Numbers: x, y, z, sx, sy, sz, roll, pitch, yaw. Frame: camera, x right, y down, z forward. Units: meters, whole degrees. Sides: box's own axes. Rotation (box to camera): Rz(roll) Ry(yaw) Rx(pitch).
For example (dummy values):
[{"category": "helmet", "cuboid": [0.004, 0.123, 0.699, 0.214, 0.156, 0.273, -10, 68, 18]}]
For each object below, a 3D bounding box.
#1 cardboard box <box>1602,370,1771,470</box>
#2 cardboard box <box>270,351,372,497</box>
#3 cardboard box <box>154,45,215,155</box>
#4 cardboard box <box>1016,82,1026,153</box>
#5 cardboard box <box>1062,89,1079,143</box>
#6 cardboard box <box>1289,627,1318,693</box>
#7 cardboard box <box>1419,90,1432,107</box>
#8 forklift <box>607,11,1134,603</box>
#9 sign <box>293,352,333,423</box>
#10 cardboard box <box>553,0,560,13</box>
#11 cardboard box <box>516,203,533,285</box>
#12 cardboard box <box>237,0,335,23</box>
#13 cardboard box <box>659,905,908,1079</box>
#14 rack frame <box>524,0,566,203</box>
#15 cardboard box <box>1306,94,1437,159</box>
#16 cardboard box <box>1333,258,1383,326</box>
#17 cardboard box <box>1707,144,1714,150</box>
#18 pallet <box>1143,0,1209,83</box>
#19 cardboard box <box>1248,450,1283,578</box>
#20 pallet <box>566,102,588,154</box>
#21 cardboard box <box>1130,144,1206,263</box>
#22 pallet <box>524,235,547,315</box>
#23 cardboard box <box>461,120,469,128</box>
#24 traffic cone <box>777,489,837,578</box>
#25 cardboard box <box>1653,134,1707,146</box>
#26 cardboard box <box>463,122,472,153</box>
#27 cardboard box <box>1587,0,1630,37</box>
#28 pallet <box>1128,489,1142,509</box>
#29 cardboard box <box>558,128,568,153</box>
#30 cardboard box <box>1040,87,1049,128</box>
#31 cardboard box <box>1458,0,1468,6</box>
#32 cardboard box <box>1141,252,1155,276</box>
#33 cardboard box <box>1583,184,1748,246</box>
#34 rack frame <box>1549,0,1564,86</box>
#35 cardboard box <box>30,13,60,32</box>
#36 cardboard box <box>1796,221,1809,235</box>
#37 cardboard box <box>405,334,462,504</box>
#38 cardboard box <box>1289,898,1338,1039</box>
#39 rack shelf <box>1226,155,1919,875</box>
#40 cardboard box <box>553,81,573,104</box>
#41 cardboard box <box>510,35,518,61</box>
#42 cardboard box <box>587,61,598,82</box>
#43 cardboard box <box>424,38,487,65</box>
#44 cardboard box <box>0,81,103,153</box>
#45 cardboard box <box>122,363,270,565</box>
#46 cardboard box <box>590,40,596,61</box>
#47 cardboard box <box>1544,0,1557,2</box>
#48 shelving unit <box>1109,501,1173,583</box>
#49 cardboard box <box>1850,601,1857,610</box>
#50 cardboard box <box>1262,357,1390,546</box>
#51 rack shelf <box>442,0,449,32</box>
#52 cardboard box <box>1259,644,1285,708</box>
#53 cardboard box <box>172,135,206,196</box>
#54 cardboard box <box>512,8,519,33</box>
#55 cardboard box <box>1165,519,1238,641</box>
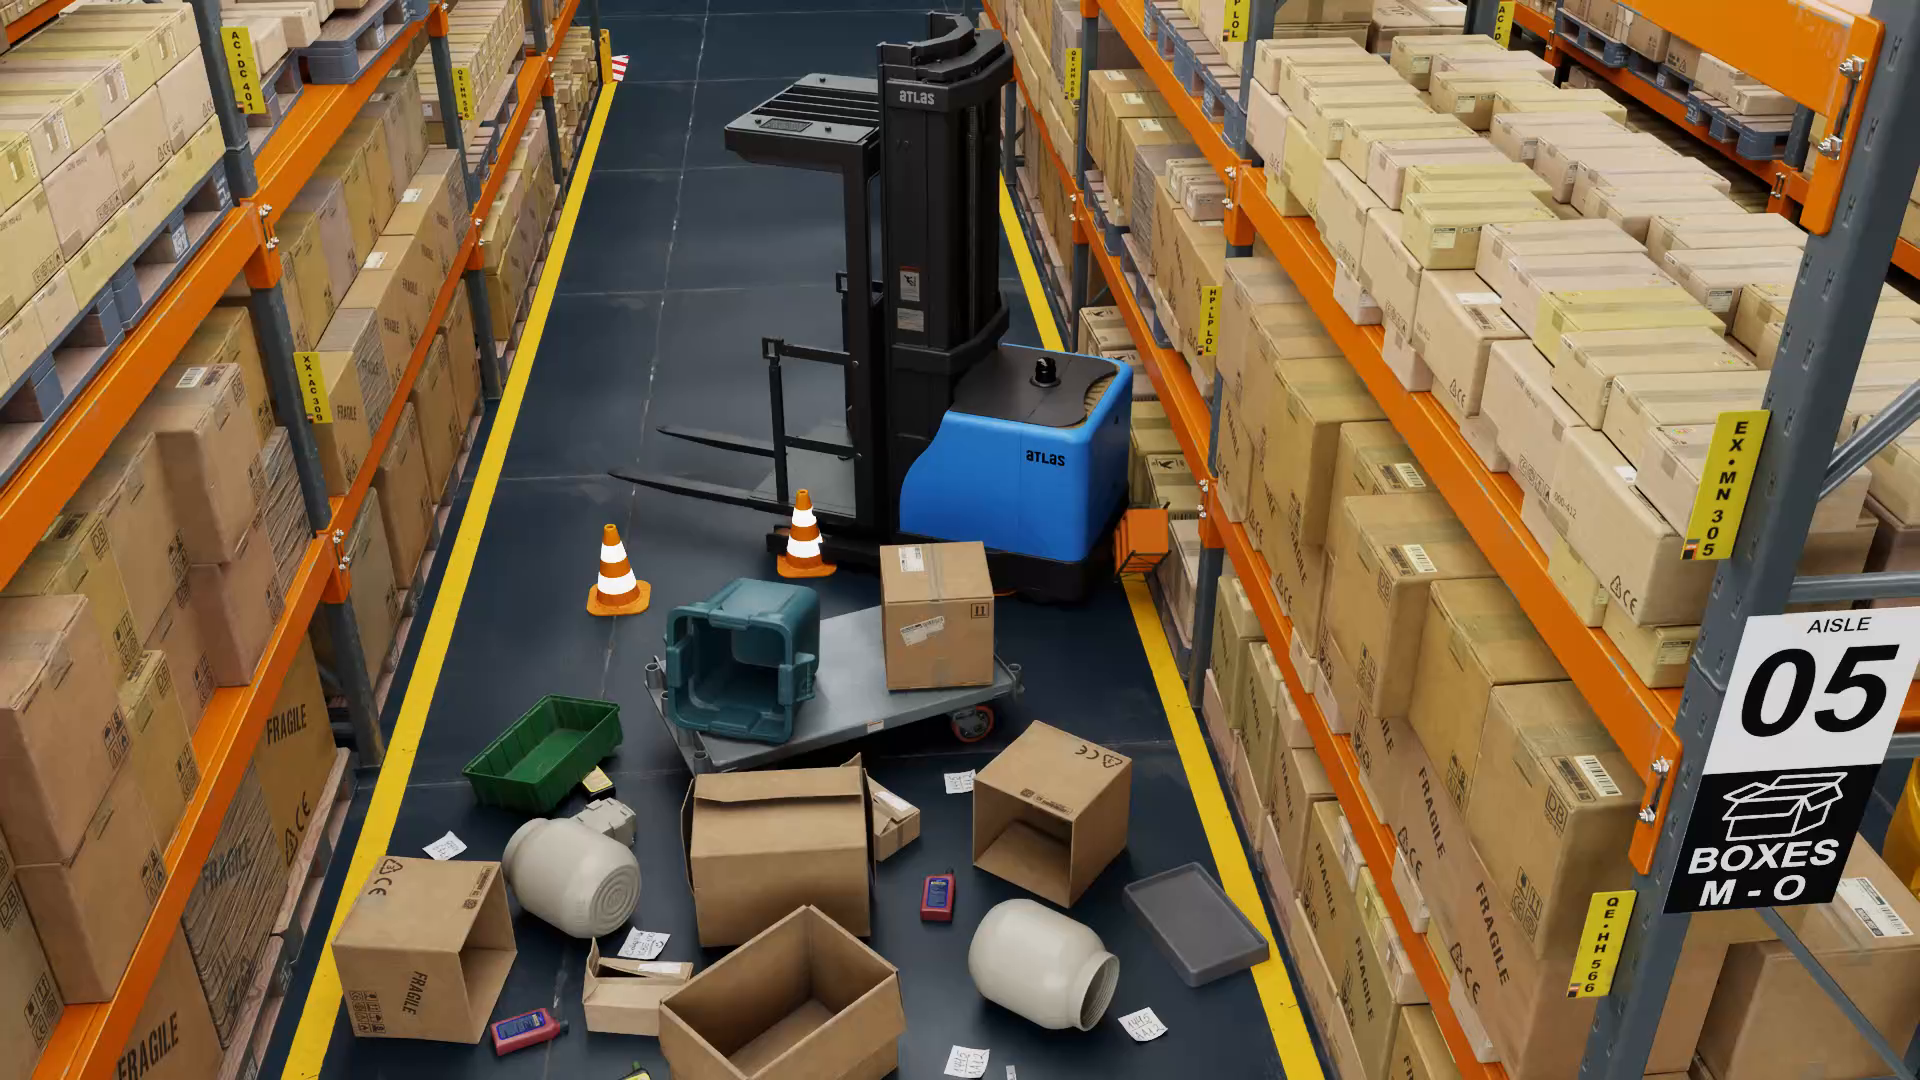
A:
[{"category": "cardboard box", "cuboid": [1.717, -0.265, 3.811, 0.380, 0.149, 0.250, -2, 31, -4]}, {"category": "cardboard box", "cuboid": [-3.045, -0.529, 7.612, 0.500, 0.500, 0.500, -2, 31, -4]}, {"category": "cardboard box", "cuboid": [-2.962, -1.540, 5.826, 0.500, 0.250, 0.500, -3, 31, -5]}, {"category": "cardboard box", "cuboid": [0.956, -3.983, 15.583, 0.875, 0.438, 0.875, -3, 31, -5]}, {"category": "cardboard box", "cuboid": [0.983, -2.921, 11.373, 0.500, 0.250, 0.500, -3, 31, -5]}, {"category": "cardboard box", "cuboid": [1.475, 0.445, 6.326, 0.380, 0.149, 0.250, -3, 31, -4]}, {"category": "cardboard box", "cuboid": [1.964, -1.631, 6.486, 0.500, 0.250, 0.500, -3, 31, -5]}, {"category": "forklift", "cuboid": [-0.585, -1.367, 9.180, 3.031, 2.935, 1.130, 11, 32, 17]}, {"category": "sign", "cuboid": [-2.712, -0.637, 6.970, 0.100, 0.325, 0.005, -3, 31, -5]}, {"category": "cardboard box", "cuboid": [-3.860, -4.977, 14.769, 0.500, 0.500, 0.500, -3, 31, -5]}, {"category": "cardboard box", "cuboid": [-3.553, -2.245, 12.612, 0.500, 0.500, 0.500, -4, 31, -6]}, {"category": "cardboard box", "cuboid": [-3.228, -2.623, 7.915, 0.396, 0.266, 0.258, -3, 31, -5]}, {"category": "cardboard box", "cuboid": [-0.656, 1.845, 6.170, 0.637, 0.503, 0.797, 27, 40, 37]}, {"category": "rack frame", "cuboid": [-4.011, -4.289, 14.005, 1.000, 3.000, 0.127, -3, 31, -5]}, {"category": "cardboard box", "cuboid": [1.426, -1.437, 5.773, 0.380, 0.149, 0.250, -3, 31, -5]}, {"category": "cardboard box", "cuboid": [1.473, -0.840, 5.550, 0.380, 0.149, 0.250, -3, 31, -6]}, {"category": "cardboard box", "cuboid": [6.327, -3.239, 13.644, 0.380, 0.149, 0.250, -4, 31, -7]}, {"category": "pallet", "cuboid": [1.603, -2.550, 8.352, 1.213, 0.211, 1.003, -3, 31, -5]}, {"category": "cardboard box", "cuboid": [1.489, -0.170, 6.723, 0.500, 0.500, 0.500, -3, 31, -5]}, {"category": "pallet", "cuboid": [-4.227, -4.057, 16.336, 1.003, 0.211, 1.213, -3, 31, -5]}, {"category": "cardboard box", "cuboid": [1.244, -1.853, 9.130, 0.500, 0.500, 0.500, -4, 31, -6]}, {"category": "pallet", "cuboid": [-3.820, -2.070, 13.009, 1.003, 0.211, 1.213, -3, 31, -5]}, {"category": "cardboard box", "cuboid": [-3.510, -2.841, 11.127, 0.380, 0.149, 0.250, -1, 31, -2]}, {"category": "traffic cone", "cuboid": [-0.878, -0.070, 9.416, 0.336, 0.463, 0.334, -3, 31, -5]}, {"category": "cardboard box", "cuboid": [5.856, -3.207, 13.589, 0.380, 0.149, 0.250, -3, 31, -4]}, {"category": "cardboard box", "cuboid": [-3.503, -2.694, 11.171, 0.380, 0.149, 0.250, -1, 31, -2]}, {"category": "cardboard box", "cuboid": [5.720, -4.518, 13.882, 0.700, 0.500, 0.500, -2, 31, -4]}, {"category": "pallet", "cuboid": [1.464, -0.318, 10.076, 1.003, 0.211, 1.213, -3, 31, -5]}, {"category": "cardboard box", "cuboid": [-3.727, -3.573, 14.888, 0.380, 0.149, 0.250, -1, 31, -2]}, {"category": "cardboard box", "cuboid": [0.881, -3.235, 12.386, 0.500, 0.250, 0.500, -3, 31, -5]}, {"category": "cardboard box", "cuboid": [5.438, -5.651, 18.311, 0.797, 0.503, 0.637, -4, 31, -7]}, {"category": "cardboard box", "cuboid": [1.229, -1.605, 9.348, 0.380, 0.149, 0.250, -2, 31, -3]}, {"category": "cardboard box", "cuboid": [2.088, -0.943, 4.945, 0.380, 0.149, 0.250, -2, 31, -4]}, {"category": "rack frame", "cuboid": [5.849, -4.817, 14.890, 1.000, 3.000, 0.127, -3, 31, -5]}, {"category": "cardboard box", "cuboid": [-9.108, -4.625, 16.231, 0.875, 0.875, 0.875, -3, 31, -5]}, {"category": "cardboard box", "cuboid": [5.969, -2.088, 12.348, 0.500, 0.500, 0.500, -2, 31, -3]}, {"category": "cardboard box", "cuboid": [-3.585, -0.700, 9.780, 1.050, 0.750, 0.750, -2, 31, -4]}, {"category": "cardboard box", "cuboid": [1.590, 1.618, 6.388, 0.500, 0.250, 0.500, -4, 31, -6]}, {"category": "rack shelf", "cuboid": [1.842, -0.451, 5.356, 1.077, 0.370, 4.000, -3, 31, -5]}, {"category": "cardboard box", "cuboid": [-3.866, -4.222, 15.684, 0.380, 0.149, 0.250, -2, 31, -4]}, {"category": "cardboard box", "cuboid": [-3.731, -3.908, 13.203, 0.380, 0.149, 0.250, -3, 31, -5]}, {"category": "cardboard box", "cuboid": [-4.003, -4.902, 17.402, 0.380, 0.149, 0.250, -2, 31, -3]}, {"category": "cardboard box", "cuboid": [-3.612, -3.491, 11.924, 0.380, 0.149, 0.250, -2, 31, -3]}, {"category": "cardboard box", "cuboid": [-2.817, -1.261, 4.971, 0.380, 0.149, 0.250, -3, 31, -4]}, {"category": "cardboard box", "cuboid": [-3.097, -0.267, 6.073, 0.875, 0.550, 0.550, -3, 31, -5]}, {"category": "cardboard box", "cuboid": [-4.052, -5.159, 17.543, 0.380, 0.149, 0.250, -4, 31, -6]}, {"category": "cardboard box", "cuboid": [5.559, -5.129, 15.268, 0.500, 0.250, 0.500, -2, 31, -3]}, {"category": "shelving unit", "cuboid": [0.947, 0.024, 8.793, 0.215, 0.252, 1.050, -1, -10, -1]}, {"category": "cardboard box", "cuboid": [2.207, 0.055, 4.053, 0.380, 0.149, 0.250, -4, 31, -6]}, {"category": "cardboard box", "cuboid": [1.526, -0.338, 6.029, 0.700, 0.500, 0.500, -3, 31, -6]}, {"category": "rack shelf", "cuboid": [-3.825, -4.247, 11.711, 1.077, 0.370, 4.000, -3, 31, -5]}, {"category": "cardboard box", "cuboid": [1.443, 0.550, 6.812, 0.380, 0.149, 0.250, -2, 31, -3]}, {"category": "cardboard box", "cuboid": [-2.888, -1.308, 5.828, 0.380, 0.149, 0.250, -2, 31, -4]}, {"category": "cardboard box", "cuboid": [-3.752, -4.161, 13.336, 0.380, 0.149, 0.250, -3, 31, -4]}, {"category": "cardboard box", "cuboid": [1.603, 0.187, 8.665, 0.950, 0.372, 0.625, -2, 31, -4]}]
